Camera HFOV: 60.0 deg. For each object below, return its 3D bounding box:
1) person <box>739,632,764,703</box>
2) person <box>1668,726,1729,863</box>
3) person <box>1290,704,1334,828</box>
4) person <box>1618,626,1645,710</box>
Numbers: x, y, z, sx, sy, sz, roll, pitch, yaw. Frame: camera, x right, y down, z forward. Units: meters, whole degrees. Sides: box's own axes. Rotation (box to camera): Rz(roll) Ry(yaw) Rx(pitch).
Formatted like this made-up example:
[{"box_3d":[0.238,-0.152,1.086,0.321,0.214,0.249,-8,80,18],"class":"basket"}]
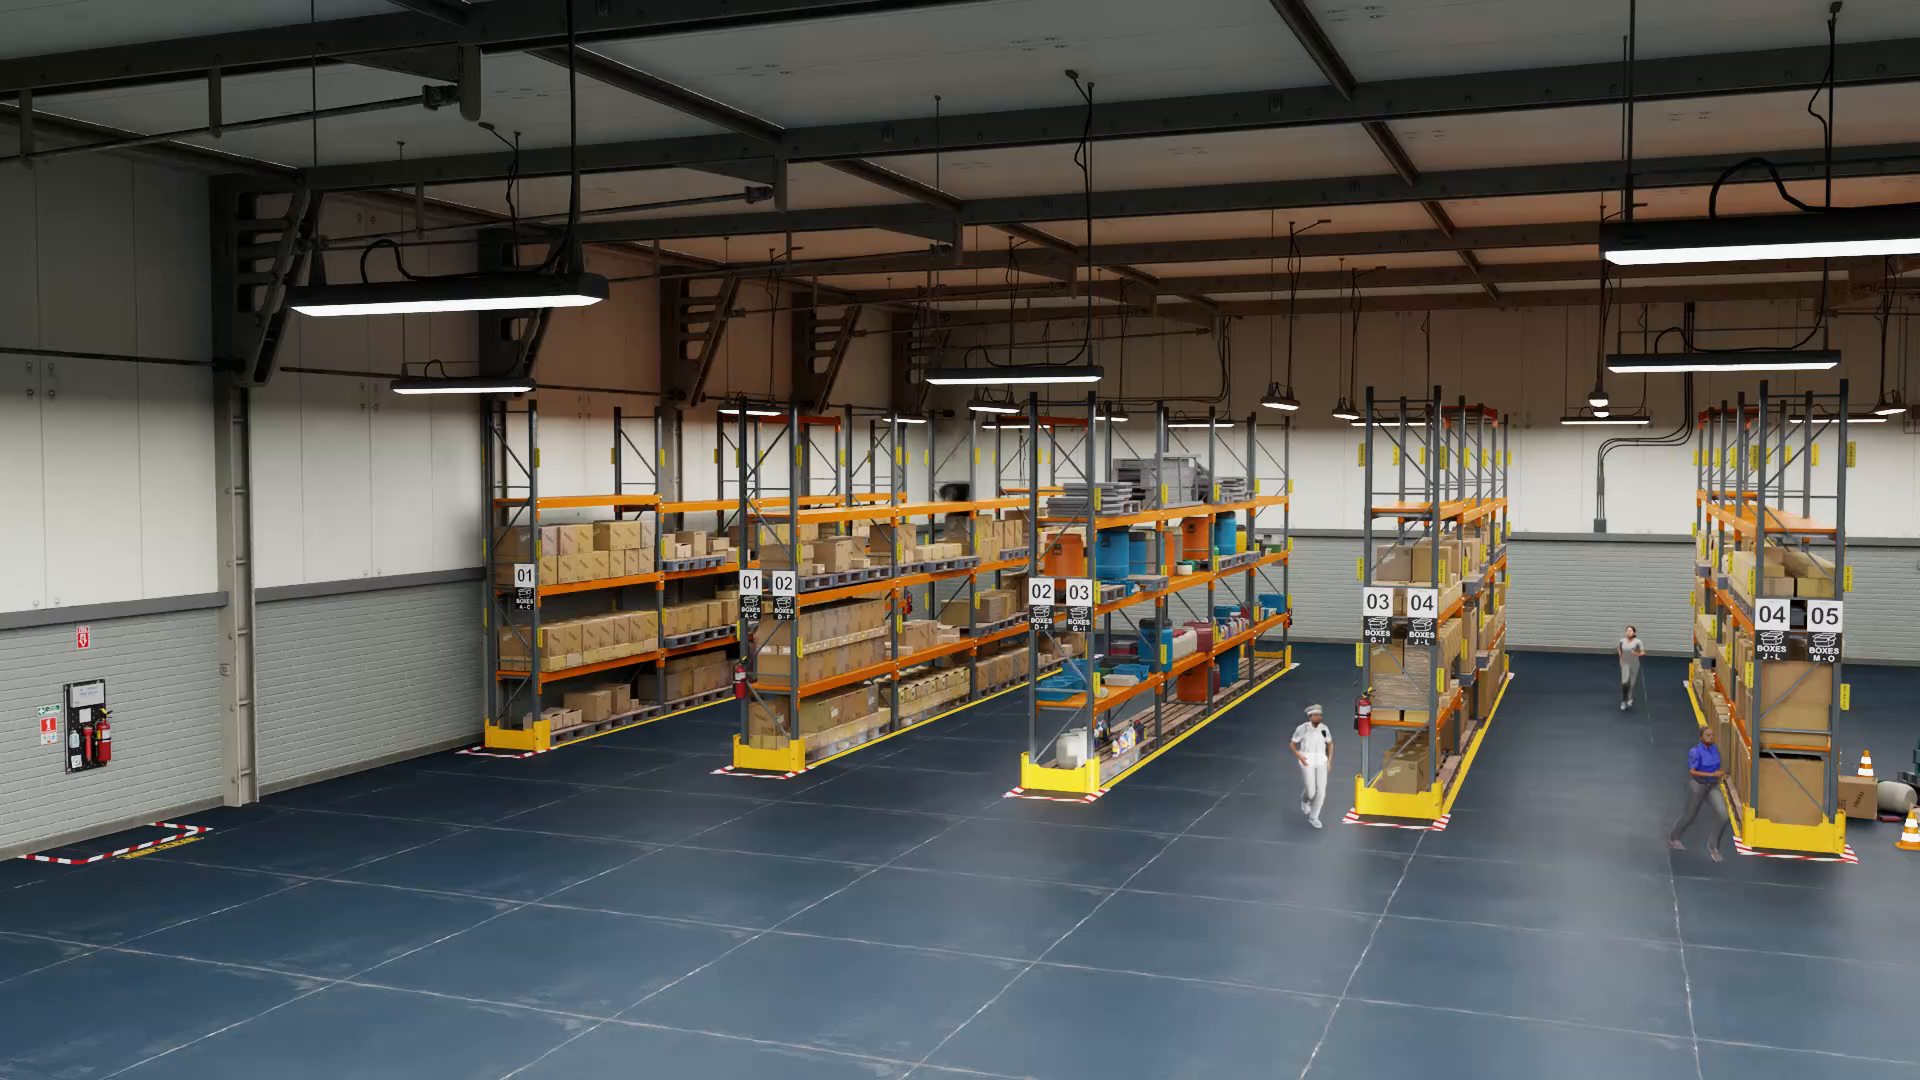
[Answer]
[{"box_3d":[-3.819,2.603,31.453,0.718,1.759,0.866,0,3,6],"class":"person"},{"box_3d":[9.306,3.155,20.816,0.586,1.692,0.880,-1,3,-15],"class":"person"},{"box_3d":[4.822,3.063,22.741,0.610,1.669,0.523,0,3,-5],"class":"person"},{"box_3d":[13.349,2.550,33.103,0.537,1.699,0.702,1,3,28],"class":"person"}]
